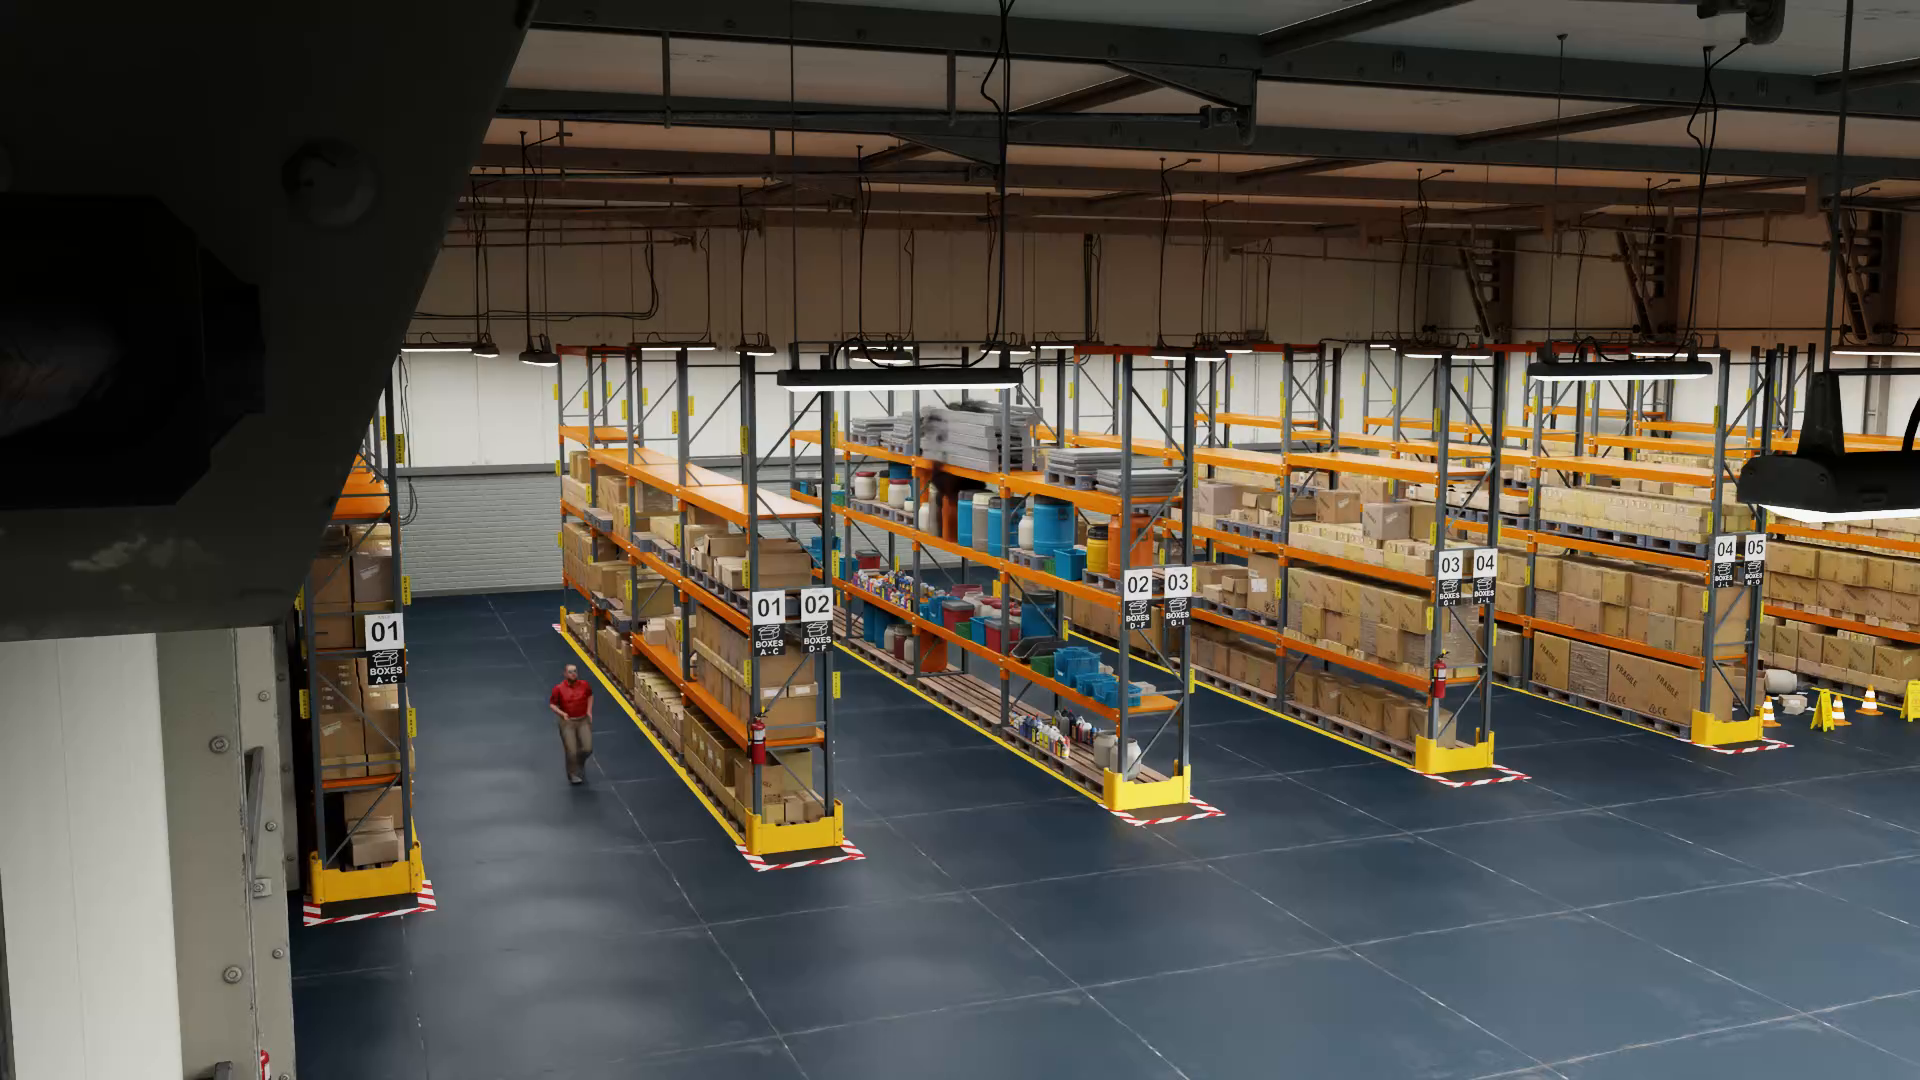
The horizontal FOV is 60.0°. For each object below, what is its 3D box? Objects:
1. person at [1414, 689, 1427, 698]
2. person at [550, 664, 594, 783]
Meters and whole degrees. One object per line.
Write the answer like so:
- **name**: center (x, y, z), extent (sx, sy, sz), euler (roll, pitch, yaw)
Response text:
- **person**: center (7.869, 1.828, 28.749), extent (0.670, 1.740, 0.759), euler (-4, 8, -28)
- **person**: center (-5.348, 2.561, 23.116), extent (0.638, 1.681, 0.564), euler (-4, 8, -28)
